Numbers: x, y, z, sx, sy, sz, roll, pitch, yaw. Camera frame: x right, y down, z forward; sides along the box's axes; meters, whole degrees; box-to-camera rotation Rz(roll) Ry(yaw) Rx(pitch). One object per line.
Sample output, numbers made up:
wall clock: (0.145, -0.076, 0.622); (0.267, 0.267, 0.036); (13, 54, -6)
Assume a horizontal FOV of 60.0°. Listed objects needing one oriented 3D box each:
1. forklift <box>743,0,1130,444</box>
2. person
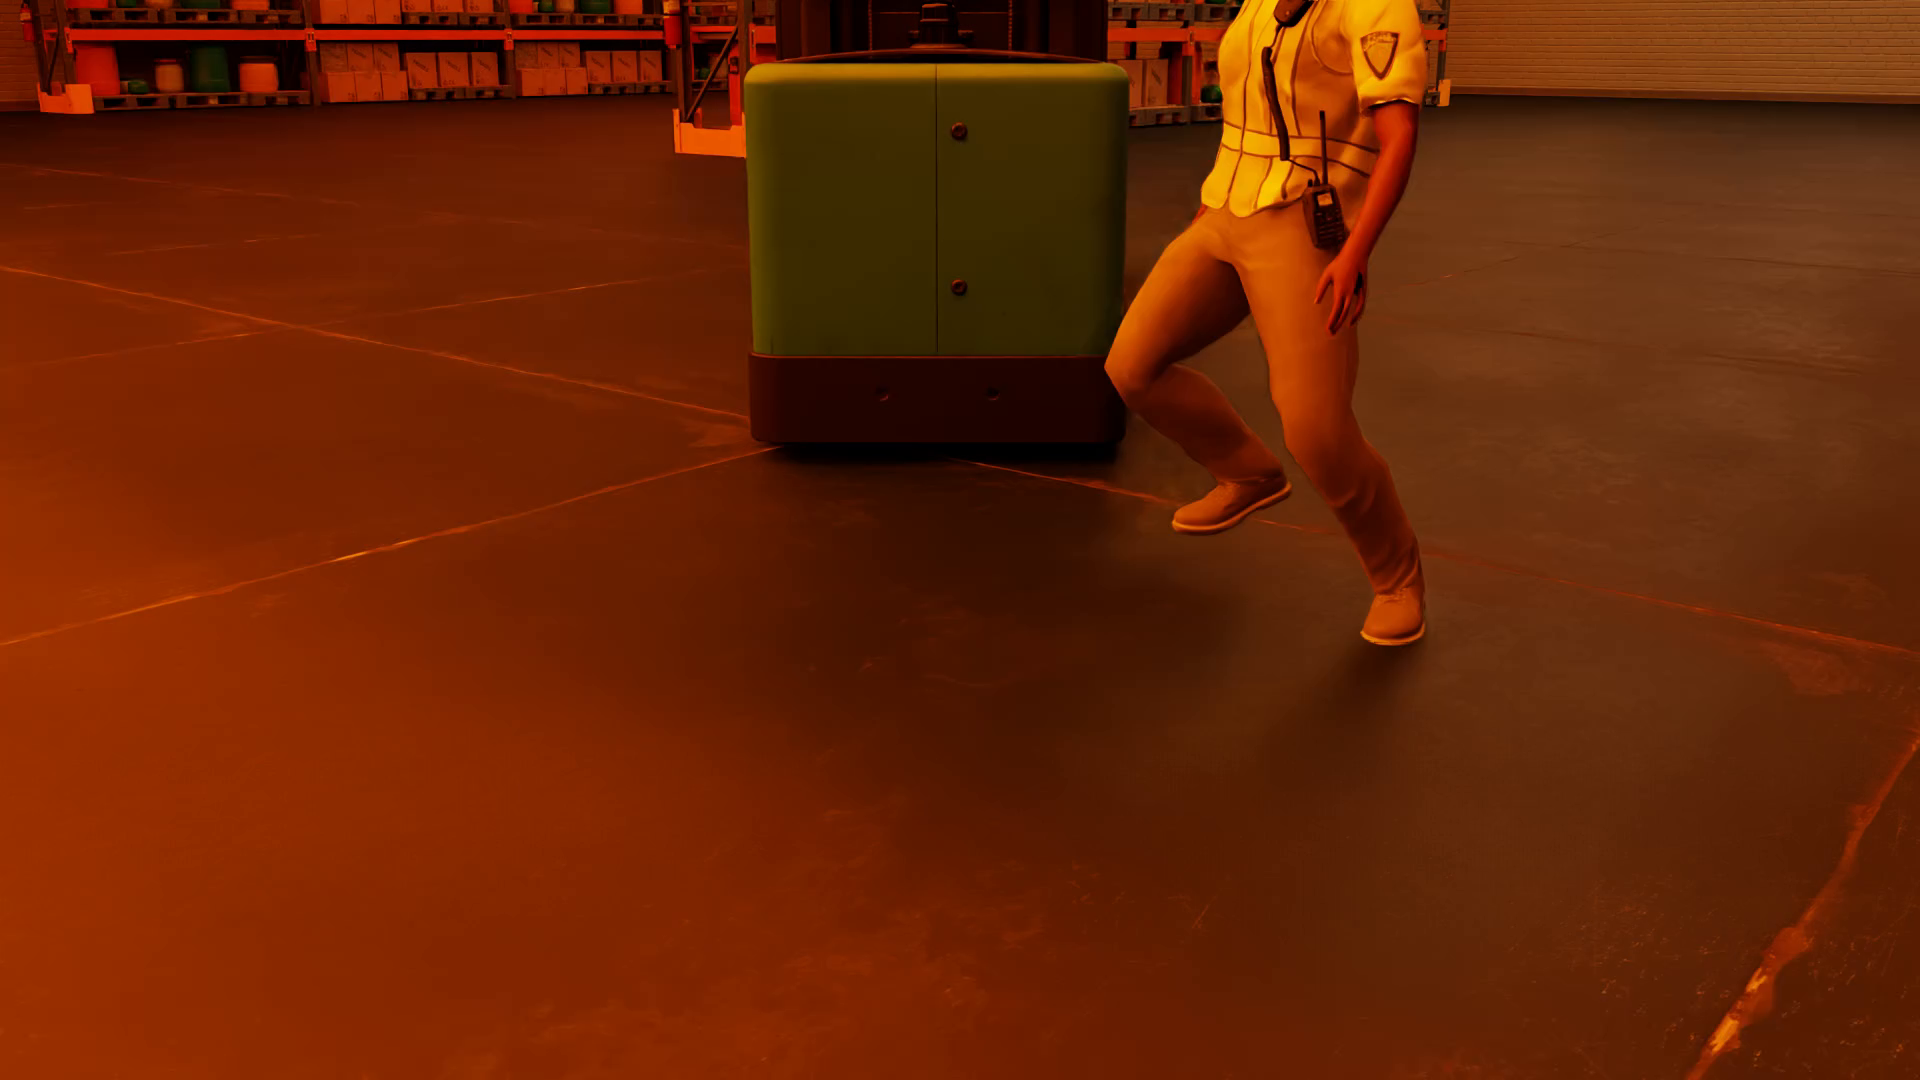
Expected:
forklift: (-0.060, -2.040, 5.615); (1.130, 2.935, 3.031); (0, 17, 0)
person: (0.651, -0.626, 3.363); (0.536, 1.566, 0.835); (-6, 18, -18)
